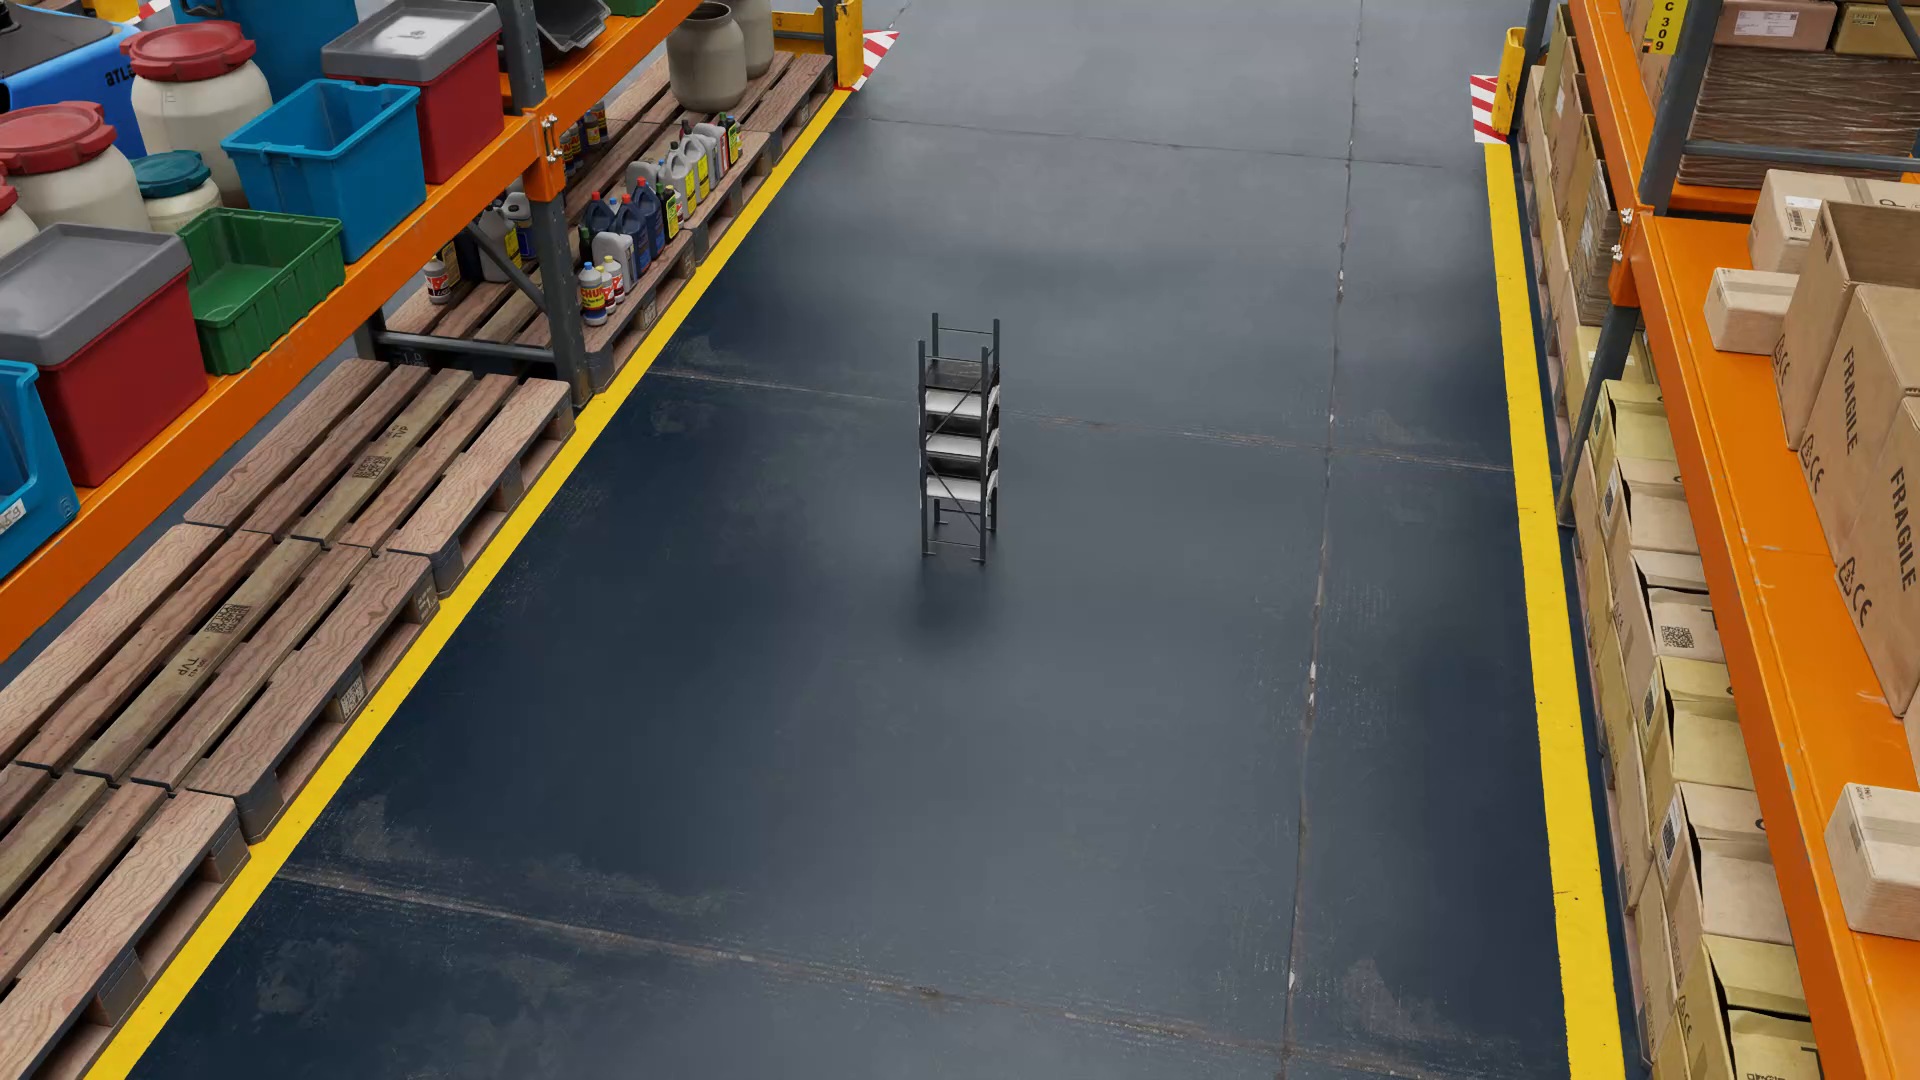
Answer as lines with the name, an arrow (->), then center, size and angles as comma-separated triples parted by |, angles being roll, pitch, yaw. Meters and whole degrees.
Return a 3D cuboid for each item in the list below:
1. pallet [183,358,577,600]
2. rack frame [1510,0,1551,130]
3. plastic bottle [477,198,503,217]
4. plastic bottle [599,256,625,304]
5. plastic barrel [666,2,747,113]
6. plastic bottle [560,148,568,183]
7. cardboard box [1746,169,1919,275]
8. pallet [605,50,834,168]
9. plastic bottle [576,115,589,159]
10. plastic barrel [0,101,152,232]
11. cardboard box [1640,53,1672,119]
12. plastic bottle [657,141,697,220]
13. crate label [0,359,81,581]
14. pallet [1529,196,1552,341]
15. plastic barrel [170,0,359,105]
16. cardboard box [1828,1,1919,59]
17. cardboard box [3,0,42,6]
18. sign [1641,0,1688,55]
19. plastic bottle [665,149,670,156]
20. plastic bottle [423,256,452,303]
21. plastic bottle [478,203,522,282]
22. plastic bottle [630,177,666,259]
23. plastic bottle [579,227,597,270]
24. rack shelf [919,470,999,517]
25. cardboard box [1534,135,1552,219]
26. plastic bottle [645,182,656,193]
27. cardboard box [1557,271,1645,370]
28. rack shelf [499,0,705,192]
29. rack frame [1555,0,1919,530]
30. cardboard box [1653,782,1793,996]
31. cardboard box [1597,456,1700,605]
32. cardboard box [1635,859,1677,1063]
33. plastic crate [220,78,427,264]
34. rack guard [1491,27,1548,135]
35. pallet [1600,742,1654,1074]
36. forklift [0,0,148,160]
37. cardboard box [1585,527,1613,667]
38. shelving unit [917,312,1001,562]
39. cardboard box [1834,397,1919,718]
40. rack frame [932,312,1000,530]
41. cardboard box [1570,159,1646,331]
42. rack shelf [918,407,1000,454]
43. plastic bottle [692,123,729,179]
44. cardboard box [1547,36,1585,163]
pallet -> -2.198, -0.273, 6.447 | 1.003, 0.211, 1.213 | 7, 37, 10
rack frame -> 3.625, -3.528, 8.561 | 1.000, 3.000, 0.127 | 7, 37, 10
plastic bottle -> -2.171, -1.478, 7.616 | 0.144, 0.351, 0.185 | 6, 36, 8
plastic bottle -> -1.528, -1.147, 7.286 | 0.097, 0.201, 0.097 | 0, 36, 0
plastic barrel -> -1.387, -2.639, 9.097 | 0.421, 0.512, 0.421 | 0, 36, 0
plastic bottle -> -2.021, -1.885, 8.304 | 0.097, 0.201, 0.097 | 0, 36, 0
cardboard box -> 2.708, -0.886, 5.044 | 0.500, 0.250, 0.500 | 10, 37, 13
pallet -> -1.363, -2.507, 9.529 | 1.003, 0.211, 1.213 | 7, 37, 10
plastic bottle -> -1.971, -2.101, 8.533 | 0.061, 0.283, 0.133 | 8, 37, 11
plastic barrel -> -2.643, -0.971, 4.918 | 0.433, 0.535, 0.433 | 0, 36, 0
cardboard box -> 2.965, -1.833, 6.138 | 0.700, 0.500, 0.500 | 7, 37, 9
plastic bottle -> -1.359, -1.726, 7.957 | 0.144, 0.351, 0.185 | 7, 37, 10
crate label -> -2.446, -0.114, 3.822 | 0.502, 0.435, 0.616 | 7, 37, 10
pallet -> 3.239, -1.258, 7.805 | 1.003, 0.211, 1.213 | 7, 37, 10
plastic barrel -> -2.446, -1.877, 5.857 | 0.600, 0.901, 0.708 | 7, 37, 10
cardboard box -> 3.017, -1.667, 5.357 | 0.380, 0.149, 0.250 | 7, 37, 10
cardboard box -> -6.202, -3.574, 10.397 | 0.500, 0.500, 0.500 | 14, 38, 19
sign -> 2.228, -1.686, 5.215 | 0.100, 0.325, 0.005 | 7, 37, 10
plastic bottle -> -1.414, -1.872, 8.287 | 0.097, 0.201, 0.097 | 0, 36, 0
plastic bottle -> -2.295, -1.150, 7.290 | 0.097, 0.201, 0.097 | 0, 36, 0
plastic bottle -> -2.071, -1.350, 7.439 | 0.144, 0.351, 0.185 | 7, 37, 10
plastic bottle -> -1.450, -1.482, 7.621 | 0.144, 0.351, 0.185 | 6, 36, 8
plastic bottle -> -1.634, -1.265, 7.380 | 0.061, 0.283, 0.133 | 7, 37, 10
rack shelf -> -0.002, -0.187, 6.105 | 0.258, 0.077, 0.200 | 7, 37, 10
cardboard box -> 3.082, -1.731, 8.068 | 0.500, 0.250, 0.500 | 7, 37, 10
plastic bottle -> -1.455, -1.539, 7.767 | 0.097, 0.271, 0.097 | 0, 36, 0
cardboard box -> 2.772, -0.870, 6.879 | 0.500, 0.250, 0.500 | 7, 37, 10
rack shelf -> -1.641, -2.713, 8.050 | 1.077, 0.370, 4.000 | 7, 37, 10
rack frame -> 2.770, -1.234, 5.397 | 1.000, 3.000, 0.127 | 7, 37, 10
cardboard box -> 2.002, 0.856, 4.020 | 0.500, 0.311, 0.500 | 7, 37, 10
cardboard box -> 2.327, -0.026, 5.237 | 0.500, 0.311, 0.500 | 7, 37, 9
cardboard box -> 2.007, 1.086, 4.181 | 0.500, 0.250, 0.500 | 8, 37, 11
plastic crate -> -2.000, -1.180, 5.335 | 0.392, 0.384, 0.575 | 7, 37, 10
rack guard -> 3.630, -2.529, 9.314 | 1.175, 0.500, 0.348 | 7, 37, 10
pallet -> 2.393, 1.023, 4.658 | 1.003, 0.211, 1.213 | 7, 37, 10
forklift -> -4.834, -2.026, 6.548 | 1.130, 2.935, 3.031 | 15, 38, 19
cardboard box -> 2.332, 0.202, 5.401 | 0.500, 0.250, 0.500 | 8, 37, 11
shelving unit -> -0.002, -0.360, 5.980 | 0.258, 0.900, 0.210 | 7, 37, 10
cardboard box -> 2.258, 0.054, 3.534 | 0.500, 0.500, 0.500 | 5, 36, 7
rack frame -> 0.020, -0.418, 6.060 | 0.240, 0.900, 0.006 | 7, 37, 10
cardboard box -> 2.774, -1.173, 6.659 | 0.500, 0.500, 0.500 | 7, 37, 10
rack shelf -> -0.002, -0.406, 5.946 | 0.258, 0.077, 0.200 | 7, 37, 10
plastic bottle -> -1.258, -1.977, 8.368 | 0.152, 0.276, 0.135 | 8, 37, 10
cardboard box -> 3.094, -2.033, 7.846 | 0.500, 0.500, 0.500 | 7, 37, 10
